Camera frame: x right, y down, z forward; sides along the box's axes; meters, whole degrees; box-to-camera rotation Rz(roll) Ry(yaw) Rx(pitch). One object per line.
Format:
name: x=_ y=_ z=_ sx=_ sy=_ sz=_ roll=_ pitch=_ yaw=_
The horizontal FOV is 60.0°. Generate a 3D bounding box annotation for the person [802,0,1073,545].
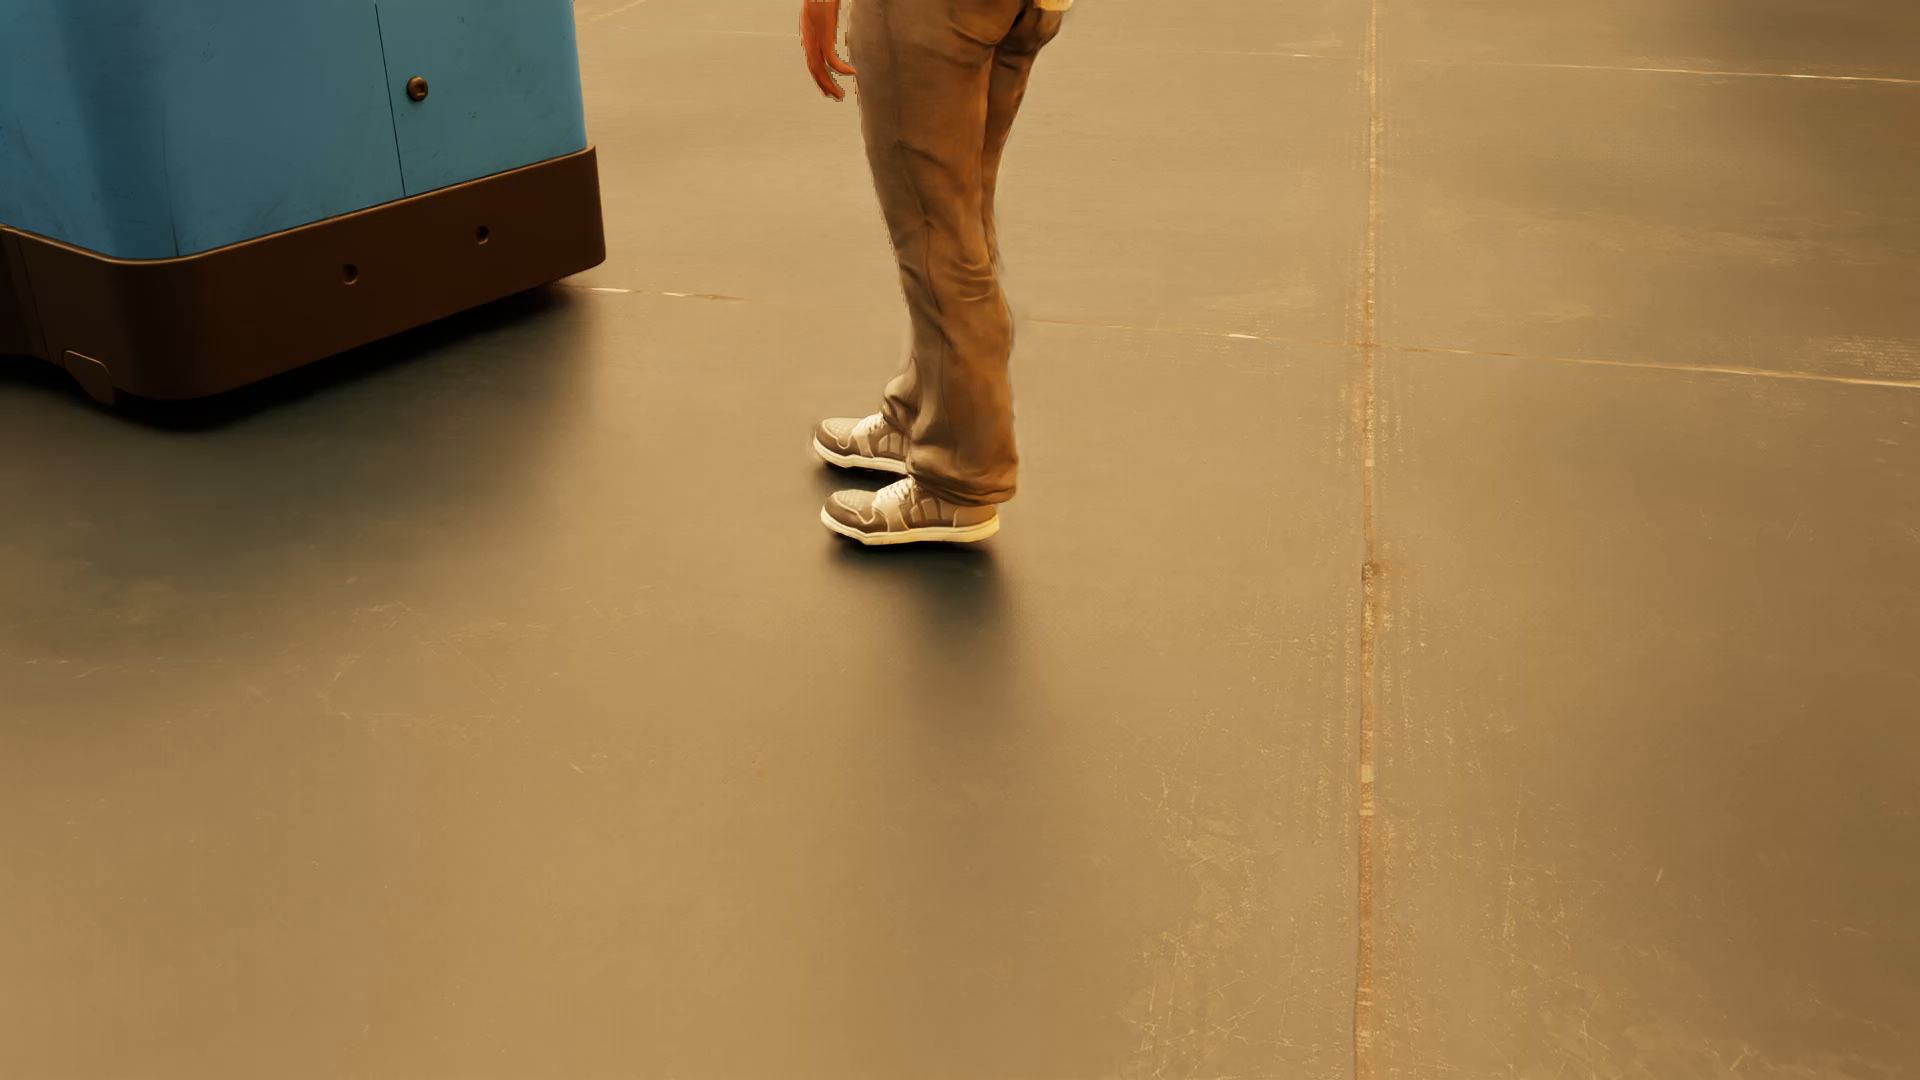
person: x=-0.090 y=-0.743 z=2.193 sx=0.533 sy=1.598 sz=0.497 roll=18 pitch=32 yaw=31

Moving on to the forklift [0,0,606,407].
forklift: x=-2.249 y=-2.045 z=3.300 sx=3.031 sy=2.935 sz=1.130 roll=17 pitch=32 yaw=31
